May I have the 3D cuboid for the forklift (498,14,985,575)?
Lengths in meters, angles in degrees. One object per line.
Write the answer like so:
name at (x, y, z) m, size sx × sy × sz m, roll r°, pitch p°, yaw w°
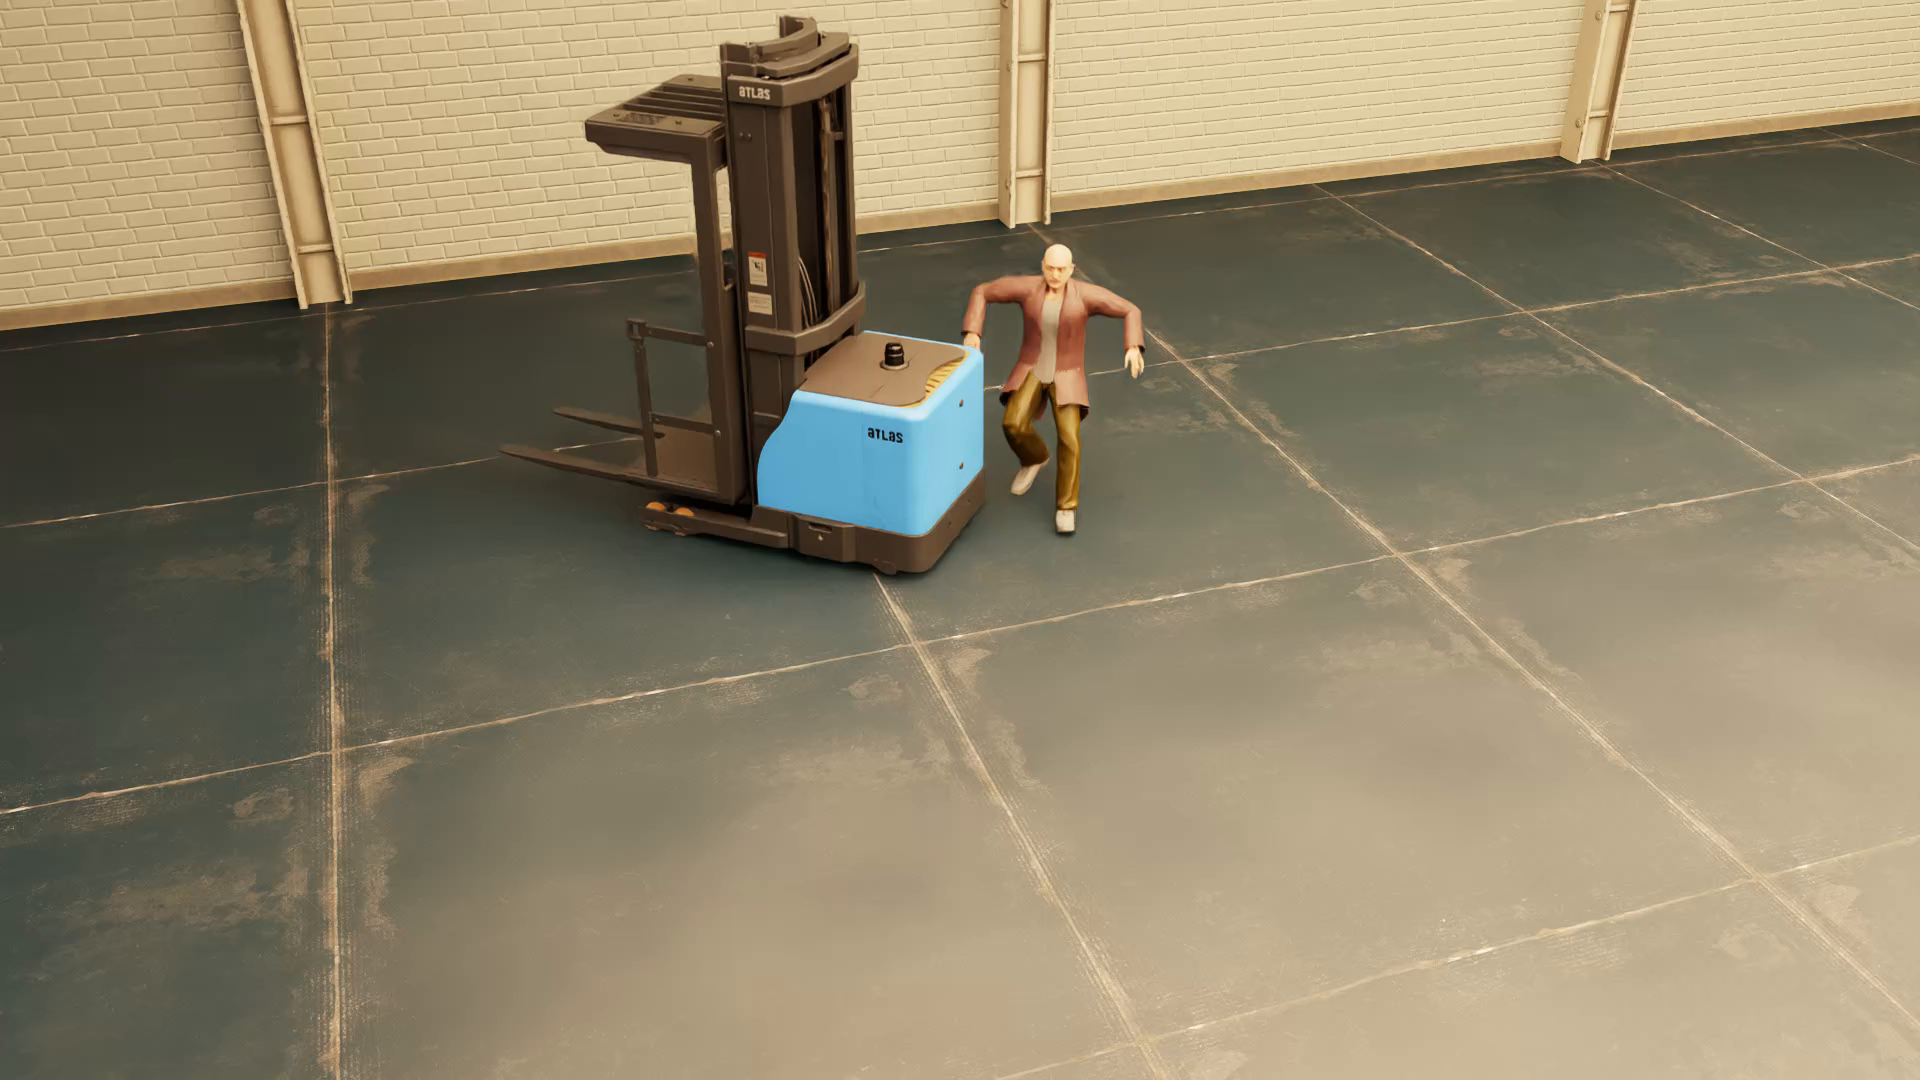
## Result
forklift at (-1.414, -1.527, 9.741) m, size 3.031 × 2.935 × 1.130 m, roll 11°, pitch 32°, yaw 19°

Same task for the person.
person at (0.537, -0.925, 10.022) m, size 1.127 × 1.612 × 0.856 m, roll 7°, pitch 31°, yaw 12°
